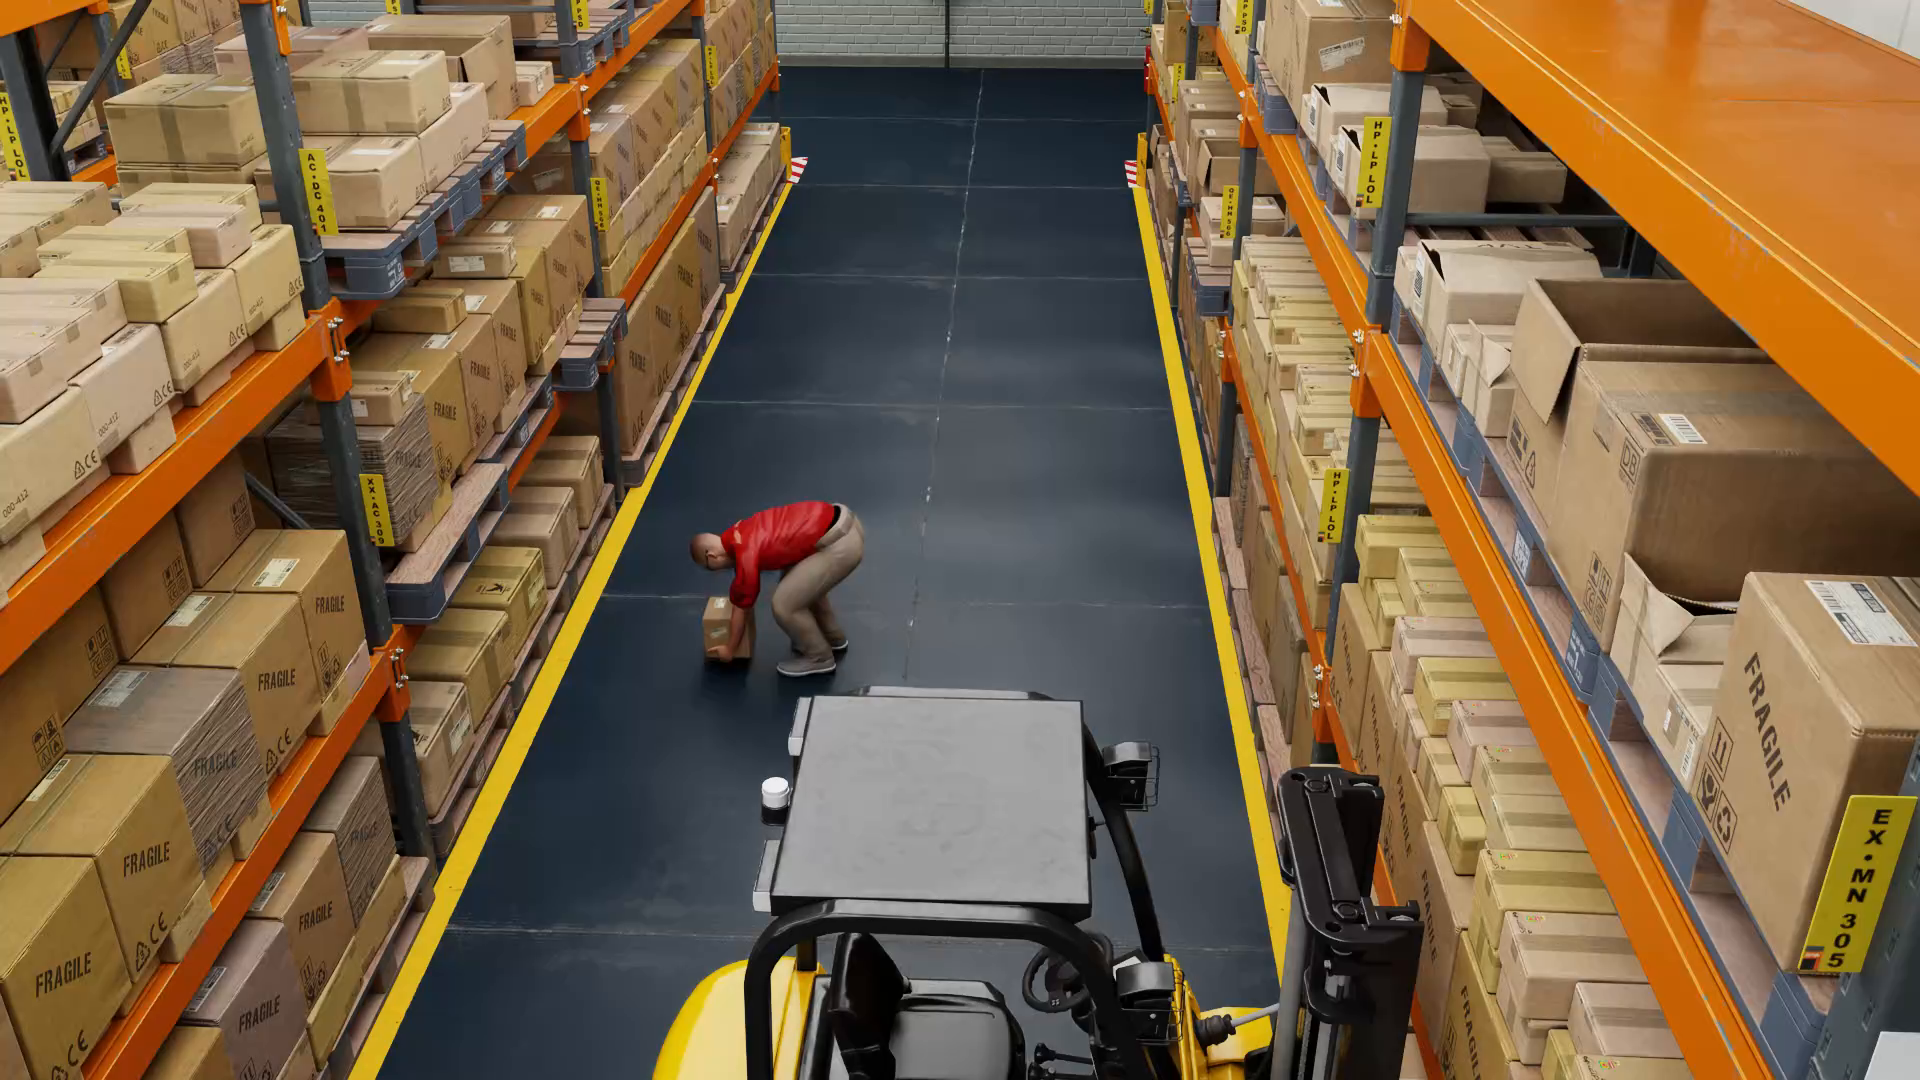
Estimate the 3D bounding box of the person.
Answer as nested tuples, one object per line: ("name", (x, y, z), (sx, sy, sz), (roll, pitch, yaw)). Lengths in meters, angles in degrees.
("person", (-0.997, 0.256, 9.211), (0.957, 0.962, 0.517), (0, 28, -1))
